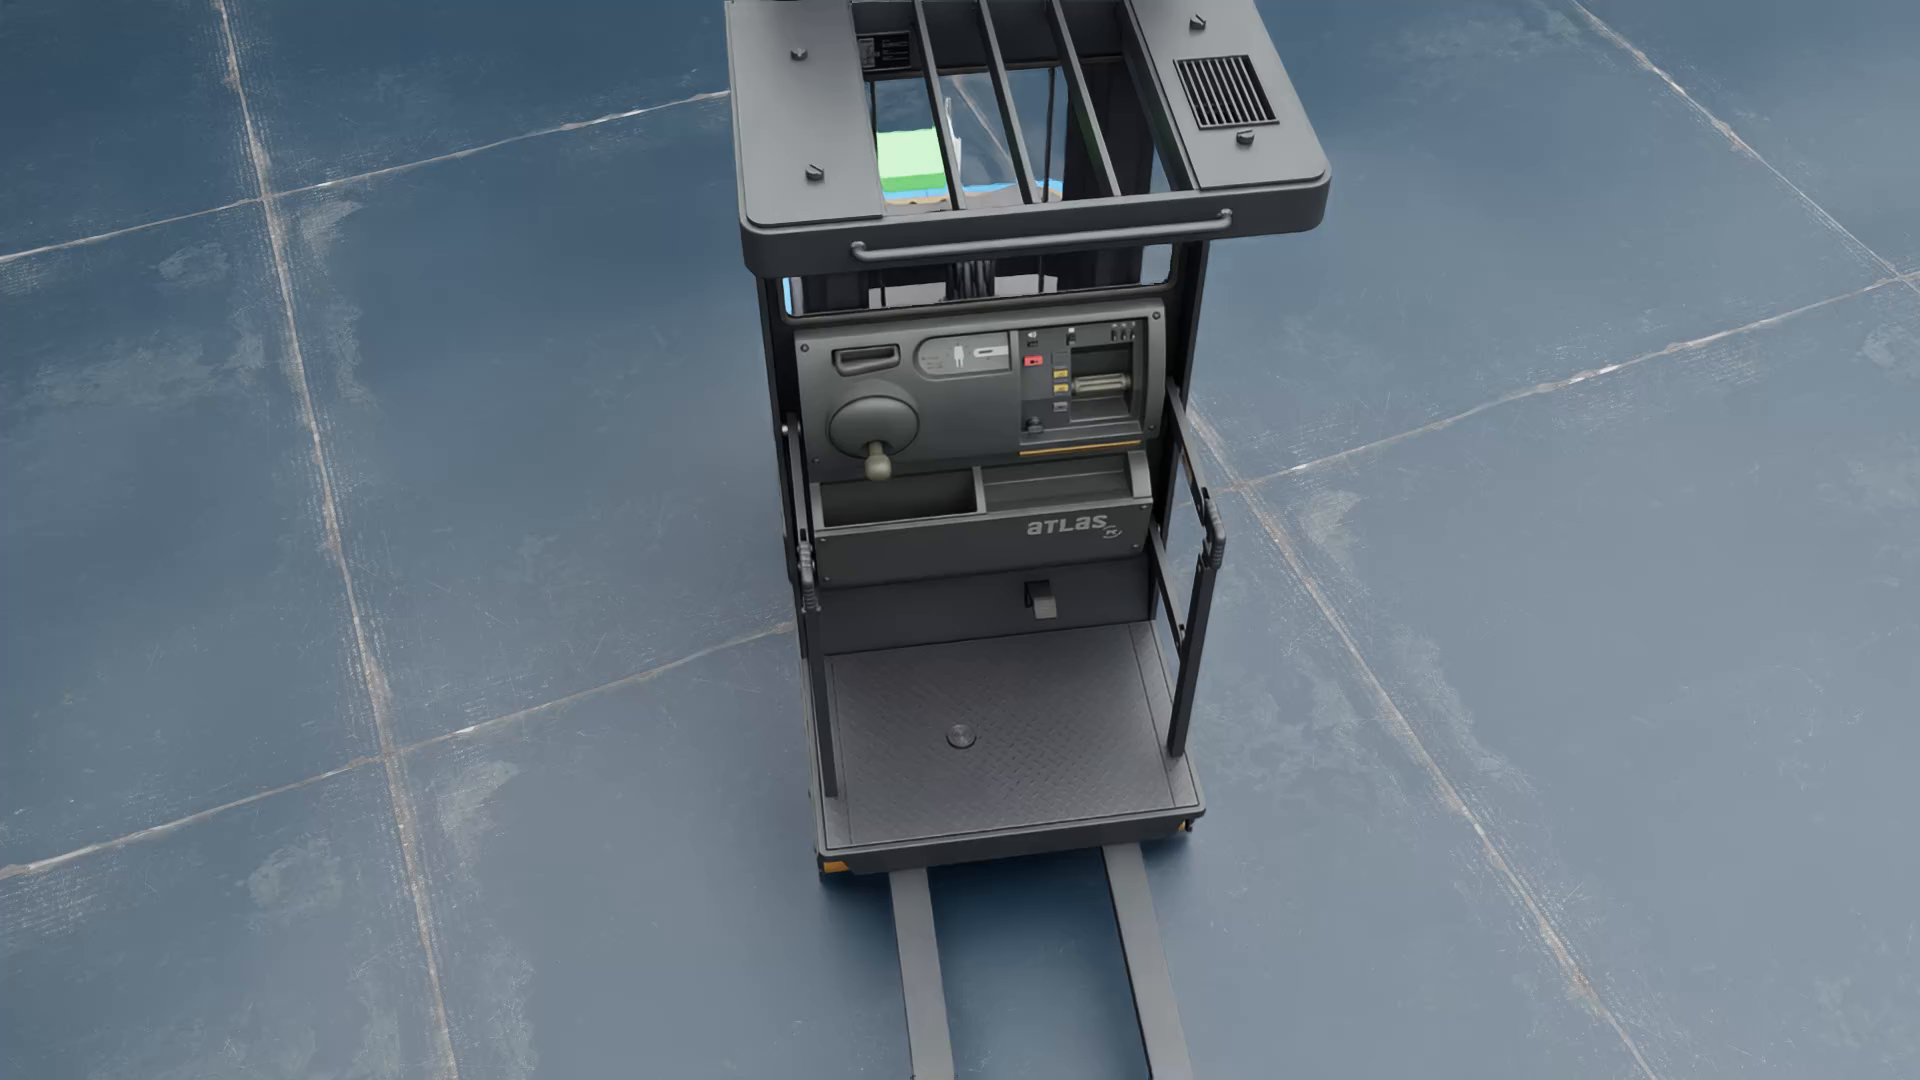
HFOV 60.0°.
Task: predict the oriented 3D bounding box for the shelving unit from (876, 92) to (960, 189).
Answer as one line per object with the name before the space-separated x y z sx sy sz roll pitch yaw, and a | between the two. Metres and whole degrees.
shelving unit | -0.266 -0.953 5.778 0.503 1.200 0.258 -6 50 -5

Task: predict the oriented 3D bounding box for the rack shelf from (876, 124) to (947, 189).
rack shelf | -0.266 -1.224 5.462 0.480 0.148 0.258 -6 50 -5

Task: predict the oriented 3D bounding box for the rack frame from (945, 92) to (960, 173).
rack frame | -0.025 -0.980 5.801 0.015 1.200 0.240 -6 50 -5

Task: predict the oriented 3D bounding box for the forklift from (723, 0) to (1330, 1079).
forklift | 0.087 -0.283 4.061 1.130 2.935 3.031 -6 50 -5
